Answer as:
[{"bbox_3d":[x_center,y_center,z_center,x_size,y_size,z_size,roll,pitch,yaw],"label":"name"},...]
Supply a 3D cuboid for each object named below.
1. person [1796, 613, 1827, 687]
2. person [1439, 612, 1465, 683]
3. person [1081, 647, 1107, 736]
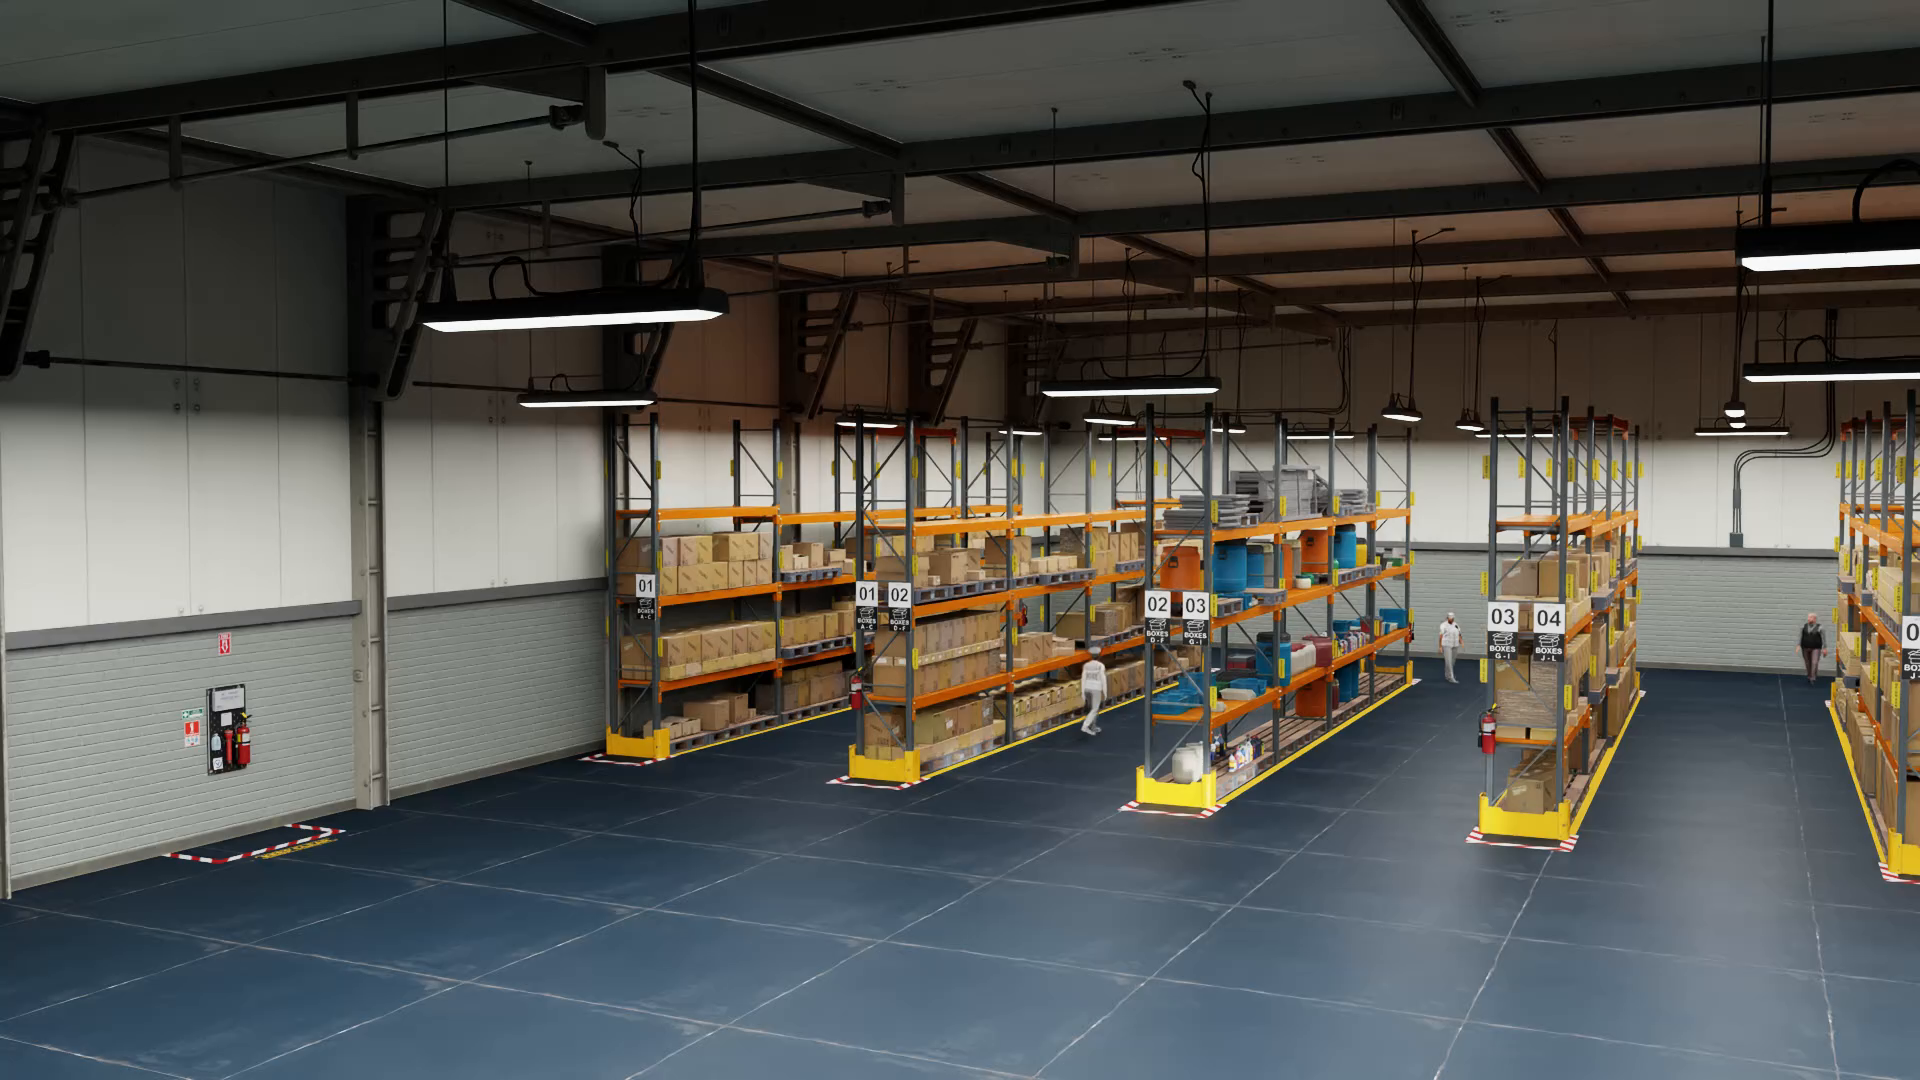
[{"bbox_3d":[19.684,2.522,38.483,0.610,1.660,1.005,2,3,42],"label":"person"},{"bbox_3d":[11.619,2.520,39.212,0.541,1.649,0.706,-1,3,-17],"label":"person"},{"bbox_3d":[2.496,2.849,31.249,0.512,1.655,0.897,2,3,42],"label":"person"}]
